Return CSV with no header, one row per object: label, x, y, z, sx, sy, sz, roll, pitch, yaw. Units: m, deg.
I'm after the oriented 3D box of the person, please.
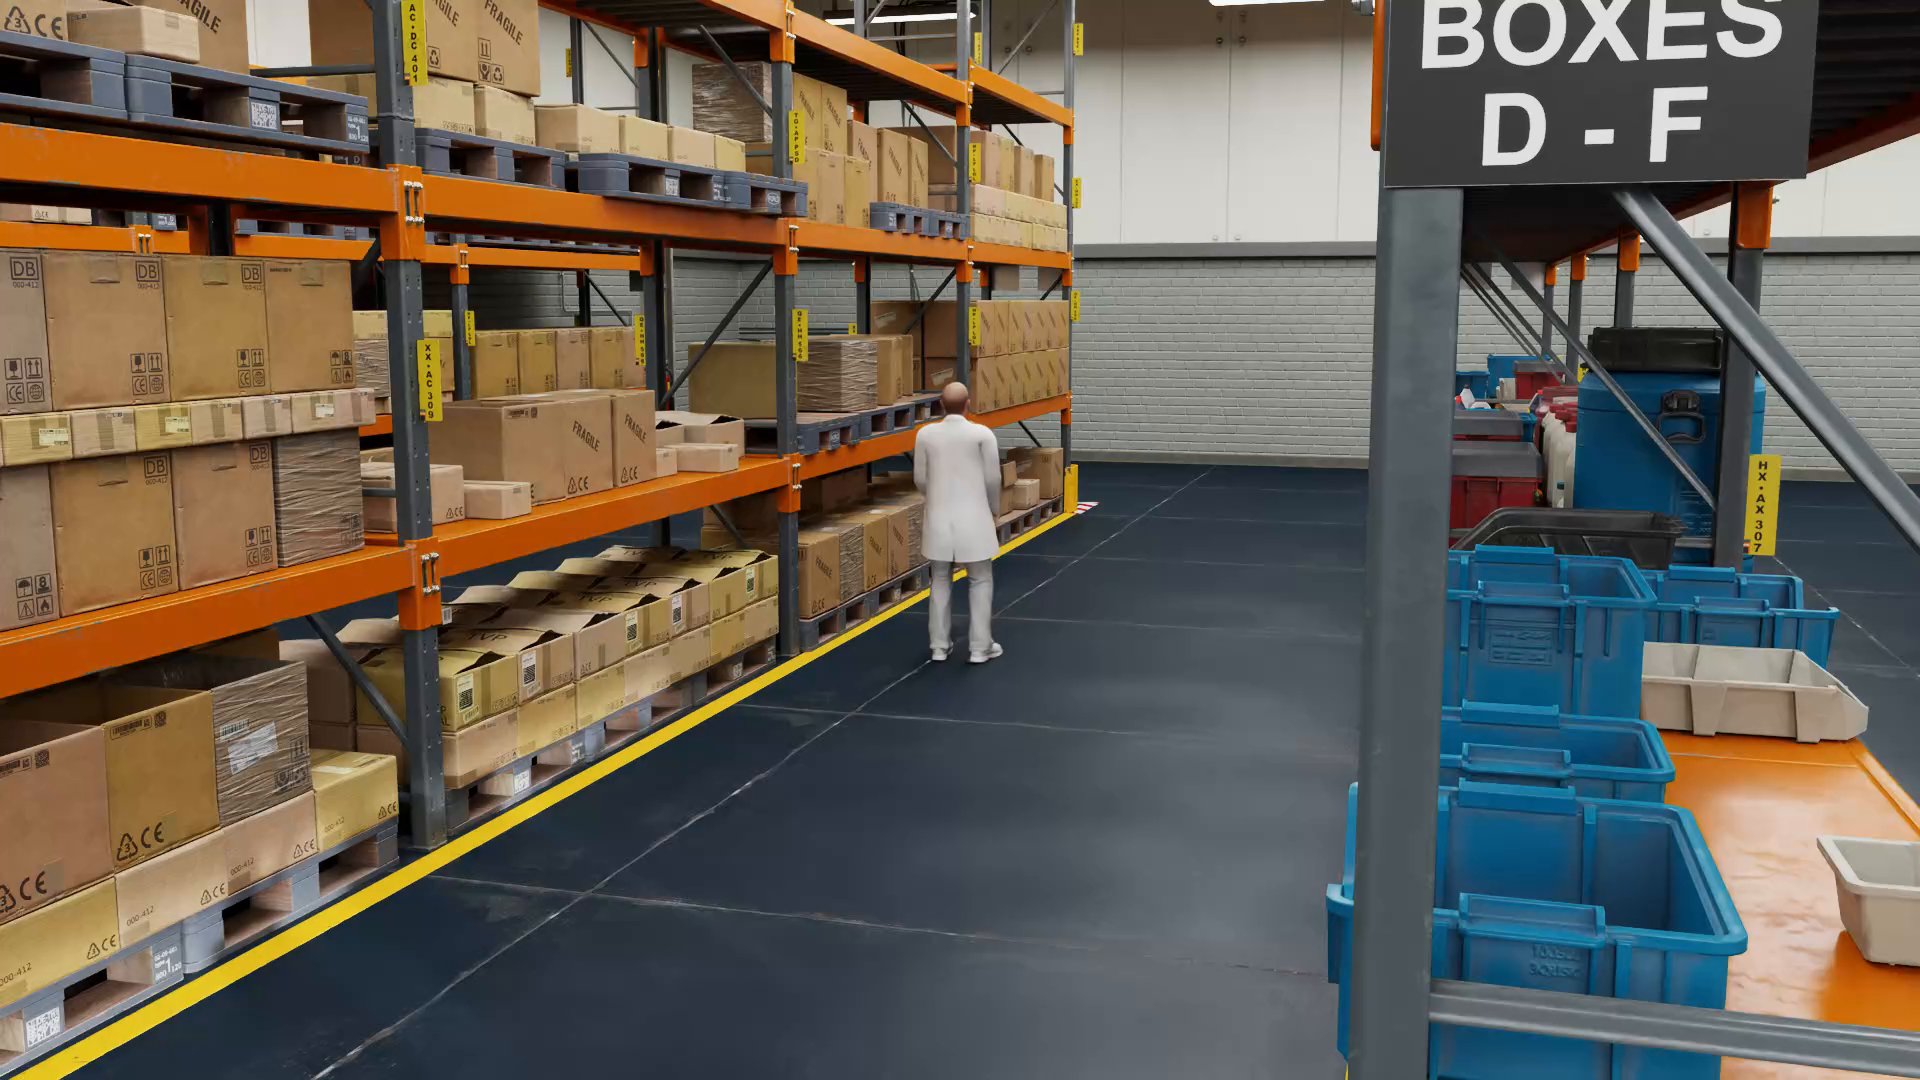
person,0.001,-0.121,10.694,0.575,1.782,0.467,2,8,15
